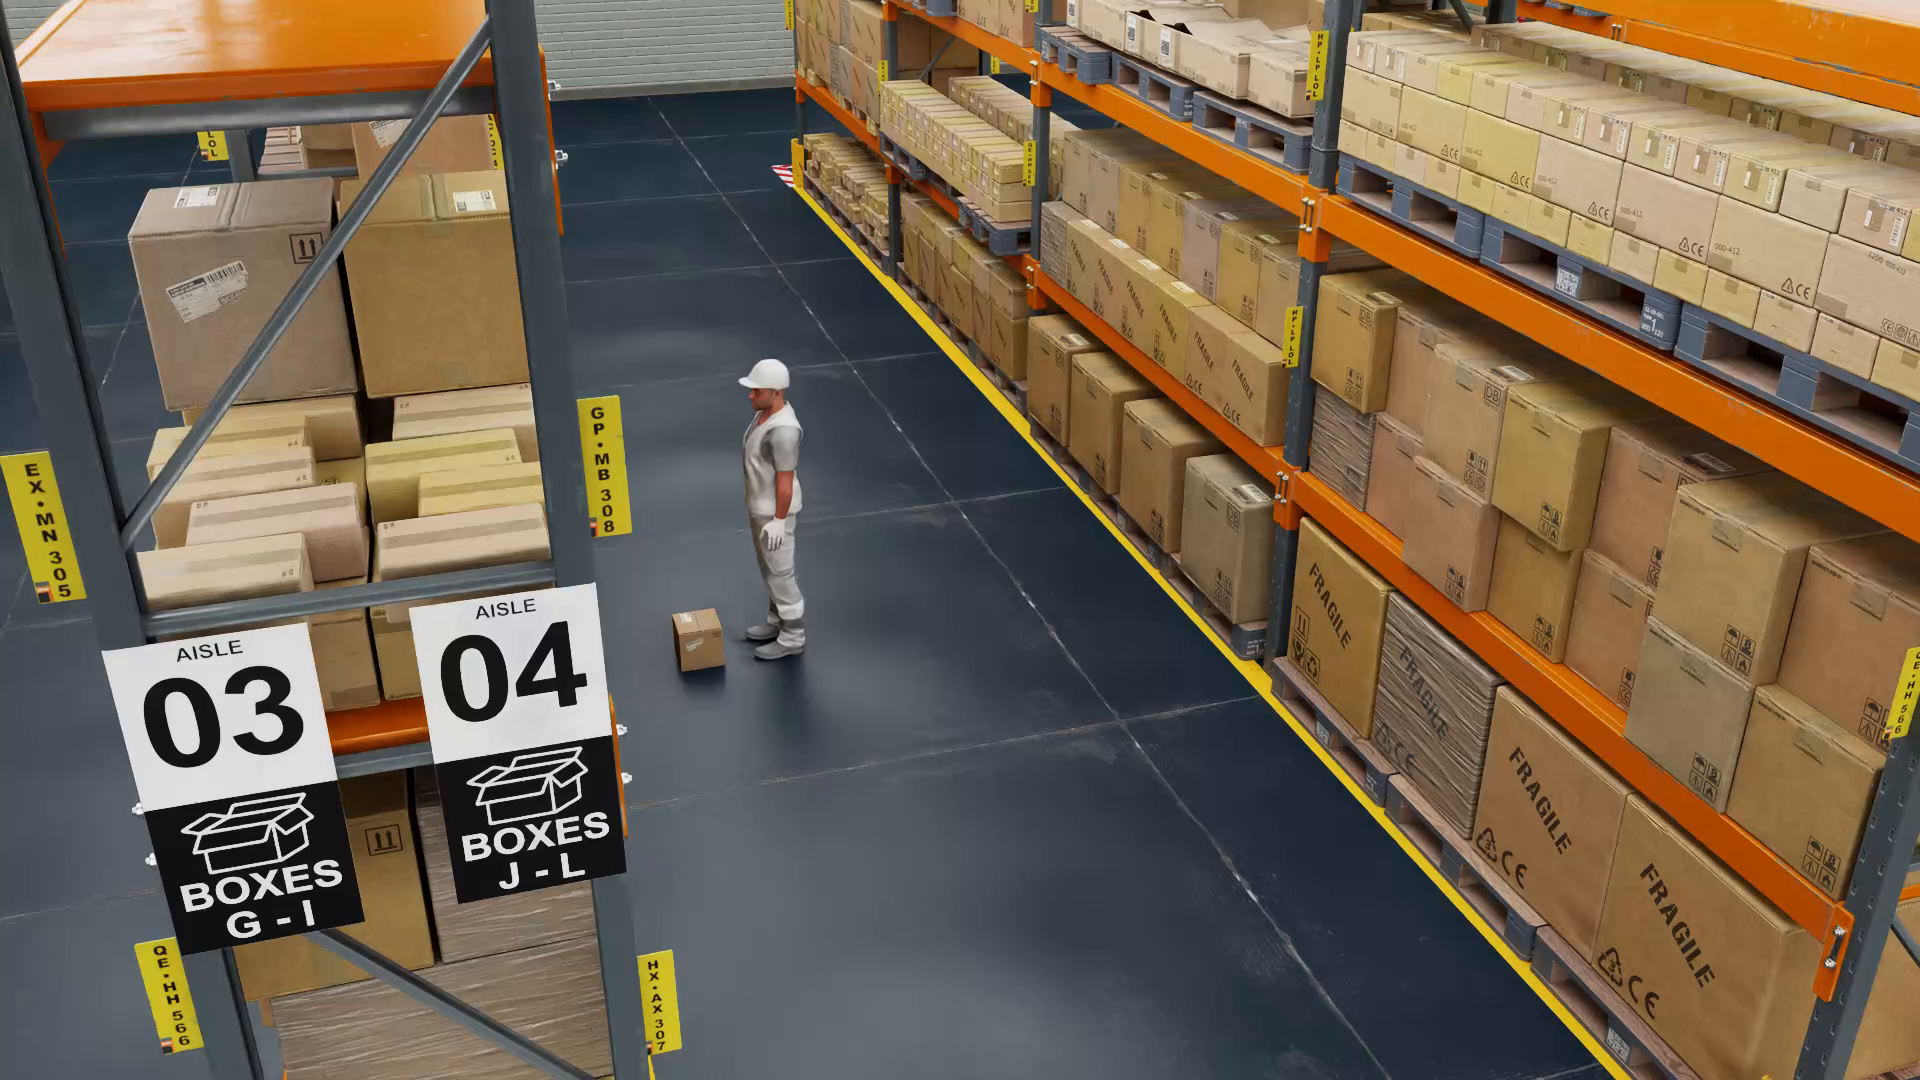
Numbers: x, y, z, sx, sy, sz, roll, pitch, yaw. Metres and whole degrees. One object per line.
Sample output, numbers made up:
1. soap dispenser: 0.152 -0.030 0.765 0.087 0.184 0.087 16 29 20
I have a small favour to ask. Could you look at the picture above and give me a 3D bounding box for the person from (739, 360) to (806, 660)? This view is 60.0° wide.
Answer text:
1. person: -1.069 -0.174 9.438 0.355 1.789 0.523 -8 27 -15
